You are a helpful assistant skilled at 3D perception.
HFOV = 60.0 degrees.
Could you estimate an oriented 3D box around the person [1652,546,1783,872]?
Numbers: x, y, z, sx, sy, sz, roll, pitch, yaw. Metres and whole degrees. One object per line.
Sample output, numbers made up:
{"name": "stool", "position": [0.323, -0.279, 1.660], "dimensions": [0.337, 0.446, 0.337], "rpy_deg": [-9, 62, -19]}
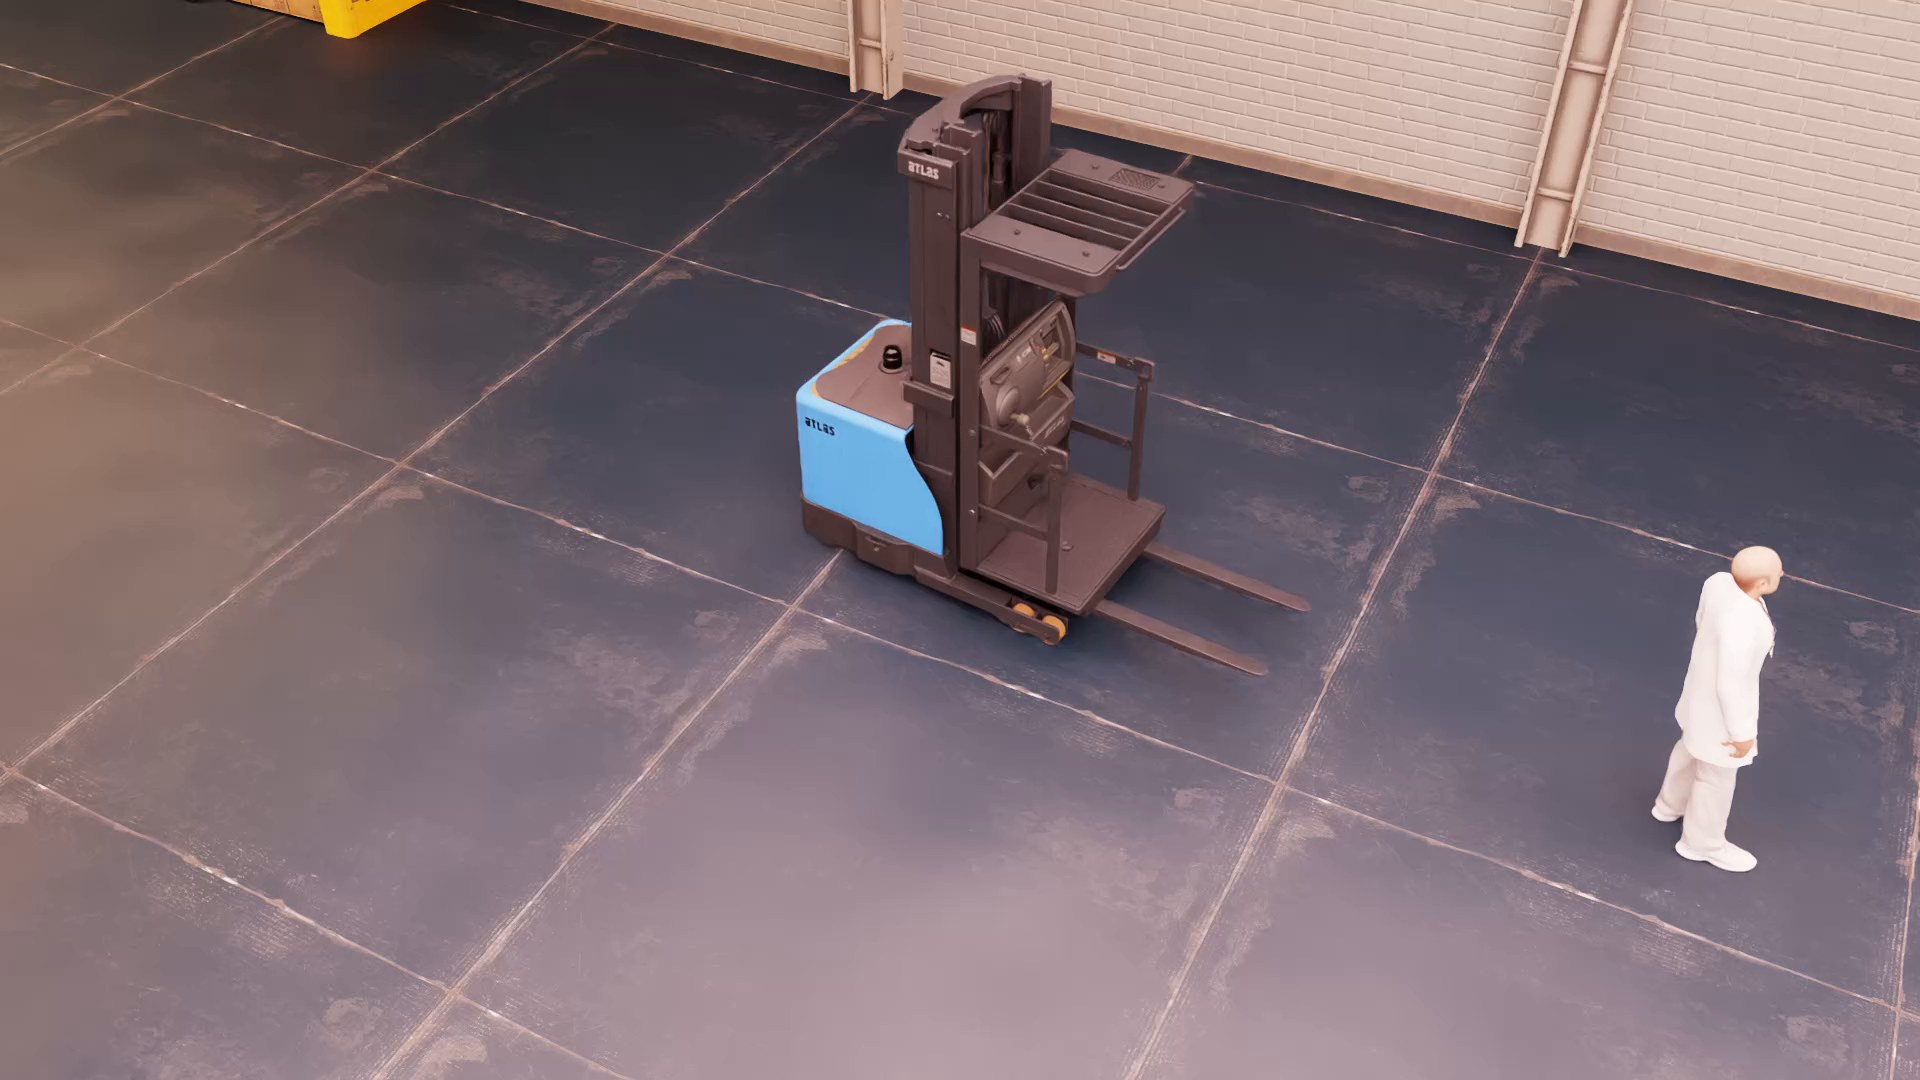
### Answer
{"name": "person", "position": [3.732, 0.770, 7.965], "dimensions": [0.558, 1.783, 0.690], "rpy_deg": [6, 40, 7]}

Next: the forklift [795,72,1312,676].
{"name": "forklift", "position": [0.549, -0.913, 9.071], "dimensions": [3.031, 2.935, 1.130], "rpy_deg": [22, 45, 24]}
